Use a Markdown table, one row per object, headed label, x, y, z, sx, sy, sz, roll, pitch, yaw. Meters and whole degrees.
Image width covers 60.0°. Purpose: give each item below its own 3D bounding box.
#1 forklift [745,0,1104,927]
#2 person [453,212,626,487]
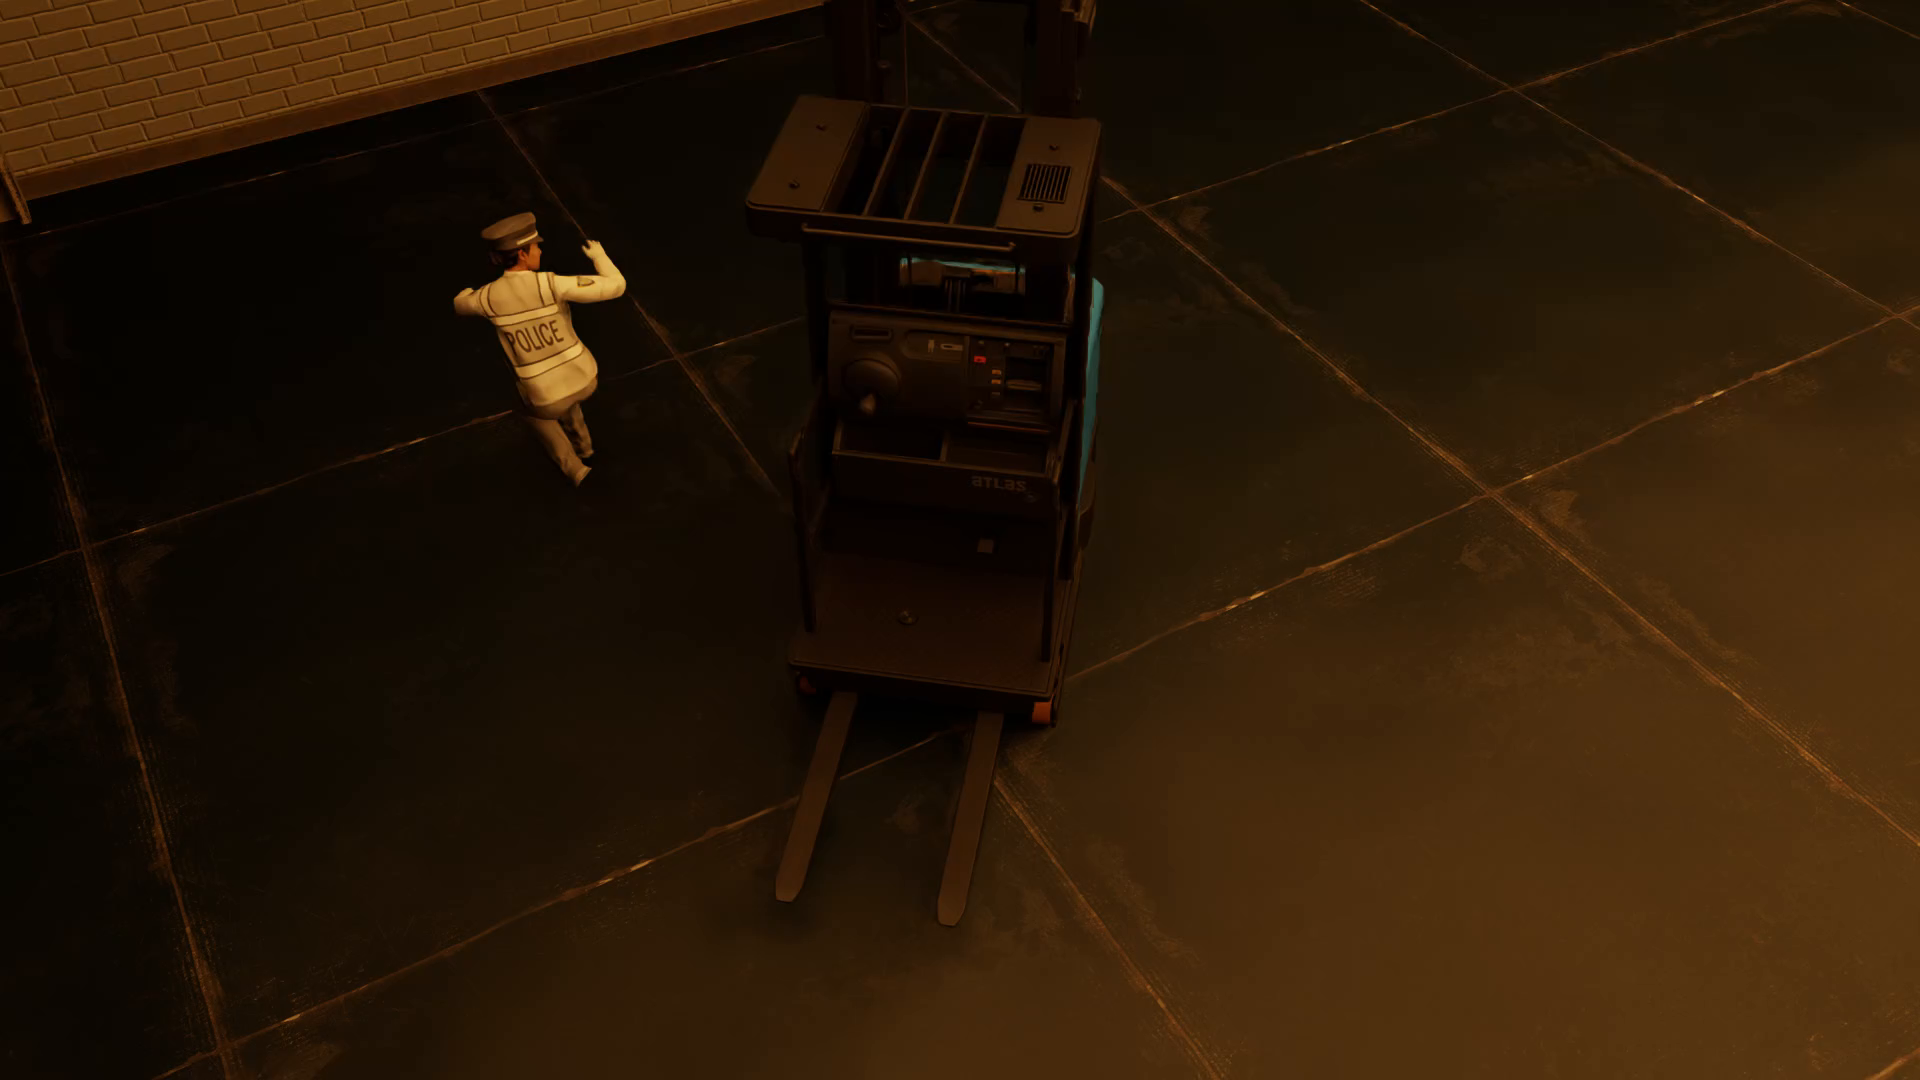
| label | x | y | z | sx | sy | sz | roll | pitch | yaw |
| --- | --- | --- | --- | --- | --- | --- | --- | --- | --- |
| forklift | -0.090 | -0.565 | 6.307 | 1.130 | 2.935 | 3.031 | 7 | 43 | 7 |
| person | -1.965 | -0.955 | 7.866 | 0.708 | 1.399 | 0.945 | -21 | 47 | -21 |
